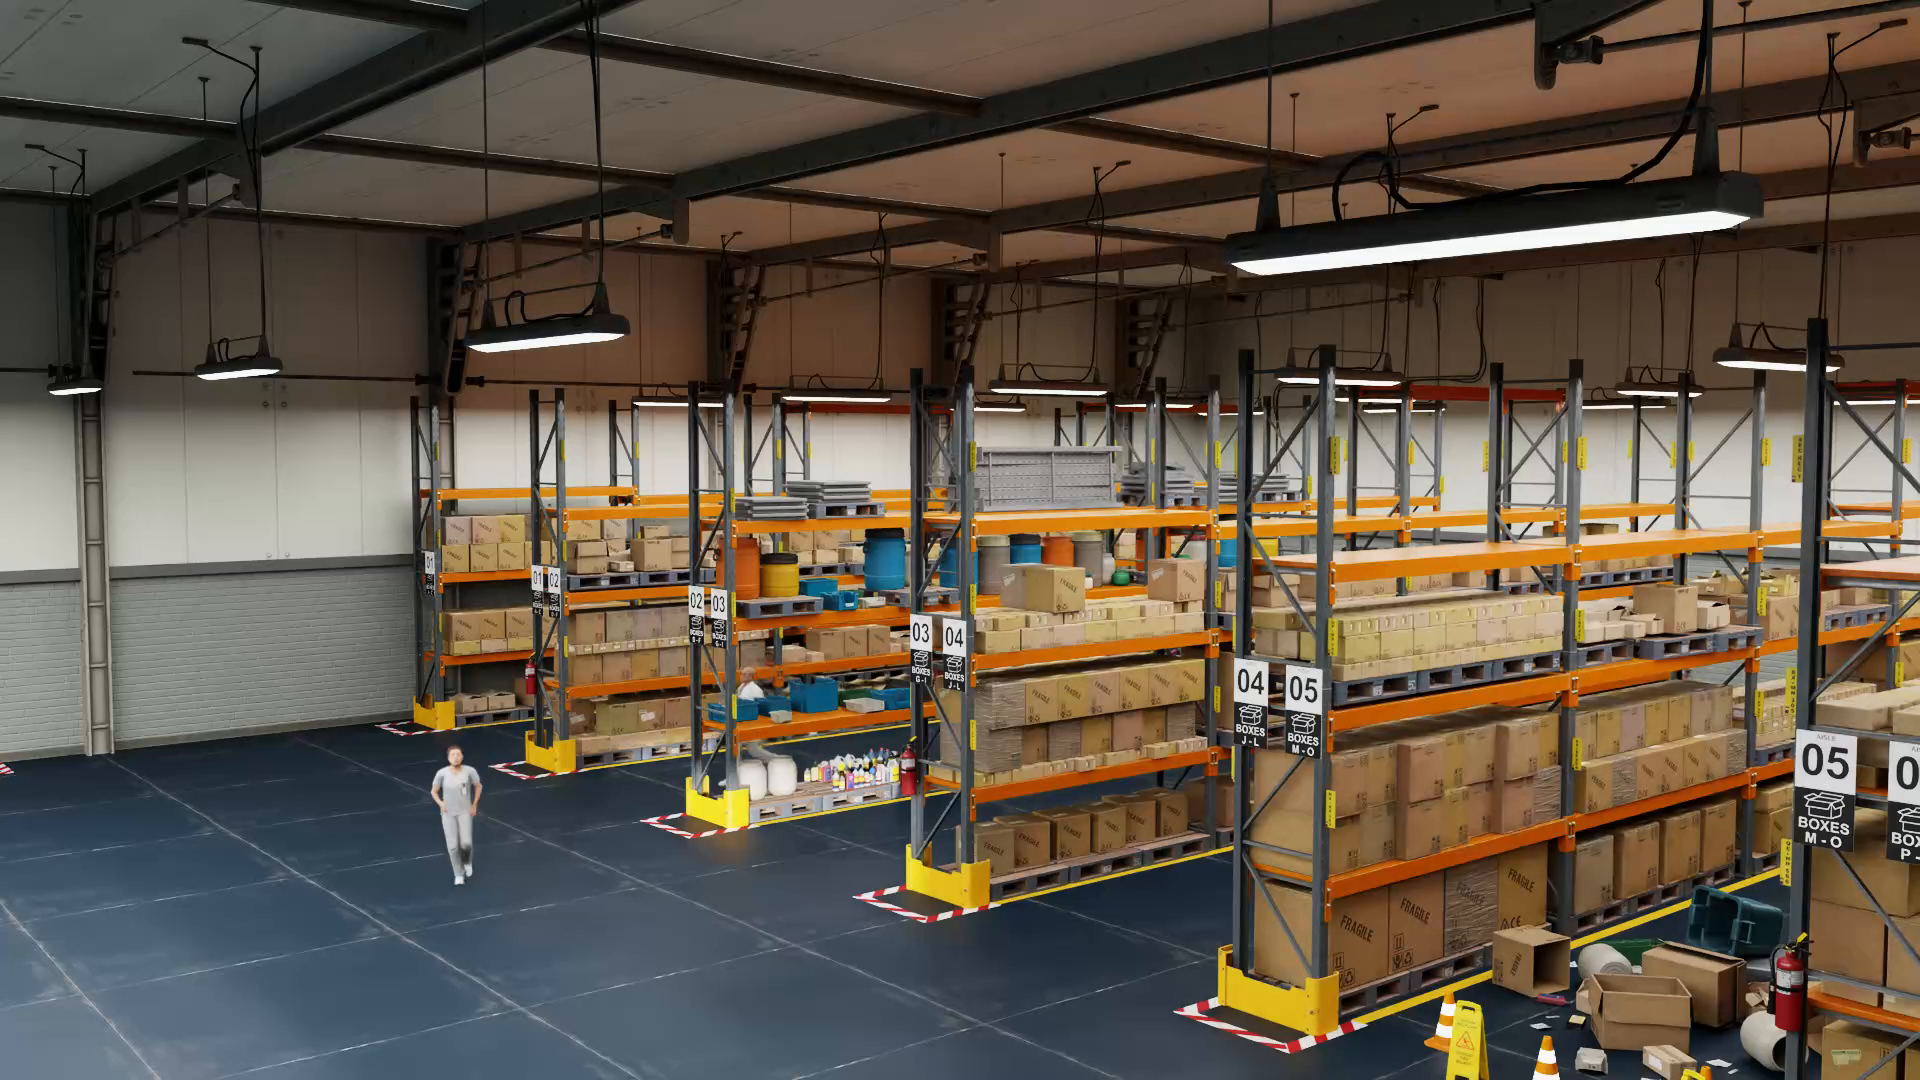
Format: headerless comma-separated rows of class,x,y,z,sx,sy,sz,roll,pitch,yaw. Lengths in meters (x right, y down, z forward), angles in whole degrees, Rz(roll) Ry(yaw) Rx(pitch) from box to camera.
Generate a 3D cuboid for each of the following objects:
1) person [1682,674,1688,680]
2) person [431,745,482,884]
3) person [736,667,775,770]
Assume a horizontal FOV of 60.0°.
person,11.246,2.827,25.884,0.582,1.631,0.588,-3,5,-44
person,-5.873,3.202,19.402,0.570,1.633,0.549,-1,3,-14
person,-14.956,3.229,17.713,28.412,1.794,6.014,-3,4,-39
